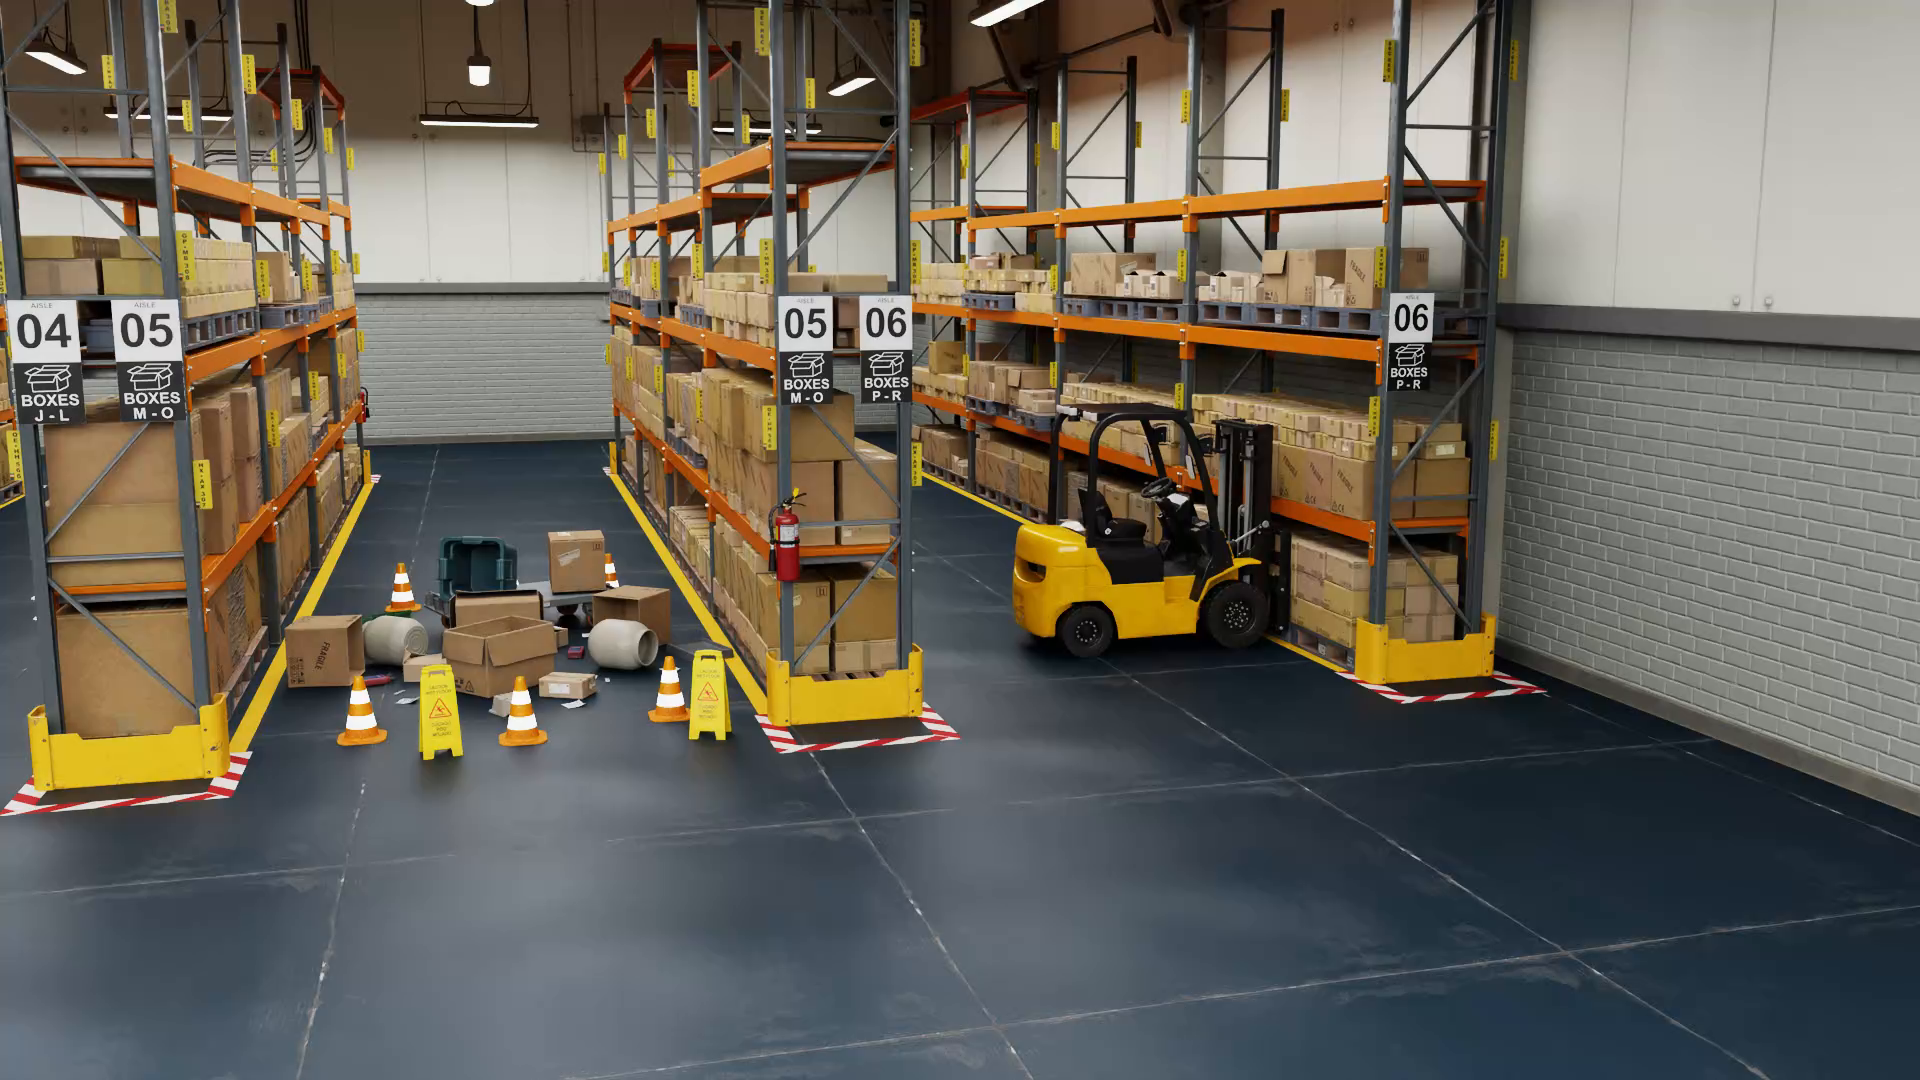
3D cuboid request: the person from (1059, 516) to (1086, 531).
[{"bbox_3d":[1.053,0.225,16.749,0.873,0.951,0.508,-3,10,-17],"label":"person"}]
